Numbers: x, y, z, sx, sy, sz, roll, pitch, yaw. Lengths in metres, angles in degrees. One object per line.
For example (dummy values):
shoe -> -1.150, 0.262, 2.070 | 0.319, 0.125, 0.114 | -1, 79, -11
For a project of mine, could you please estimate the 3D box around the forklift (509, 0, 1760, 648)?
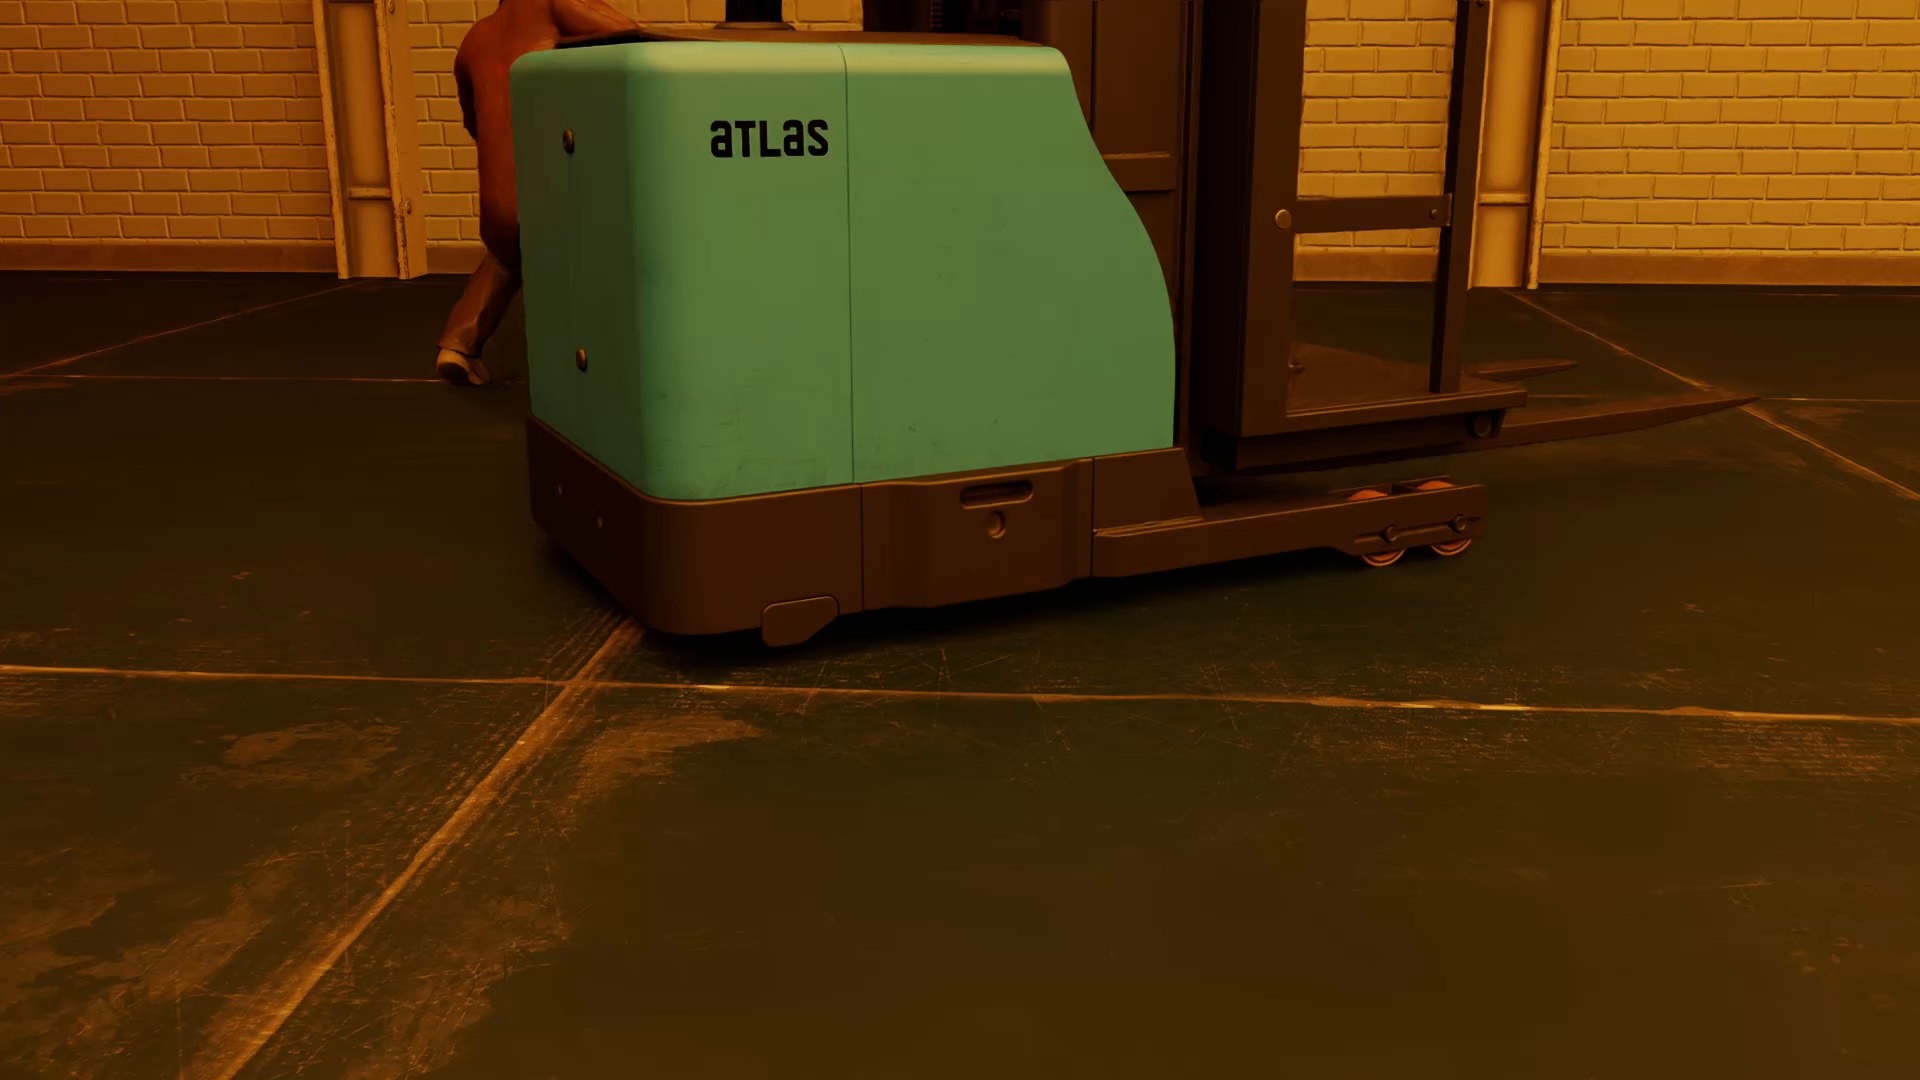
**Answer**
forklift -> 0.593, -1.471, 3.637 | 3.031, 2.935, 1.130 | -8, 17, -26

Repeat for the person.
person -> -1.348, -1.235, 5.611 | 0.879, 1.547, 0.859 | 4, 16, 16
